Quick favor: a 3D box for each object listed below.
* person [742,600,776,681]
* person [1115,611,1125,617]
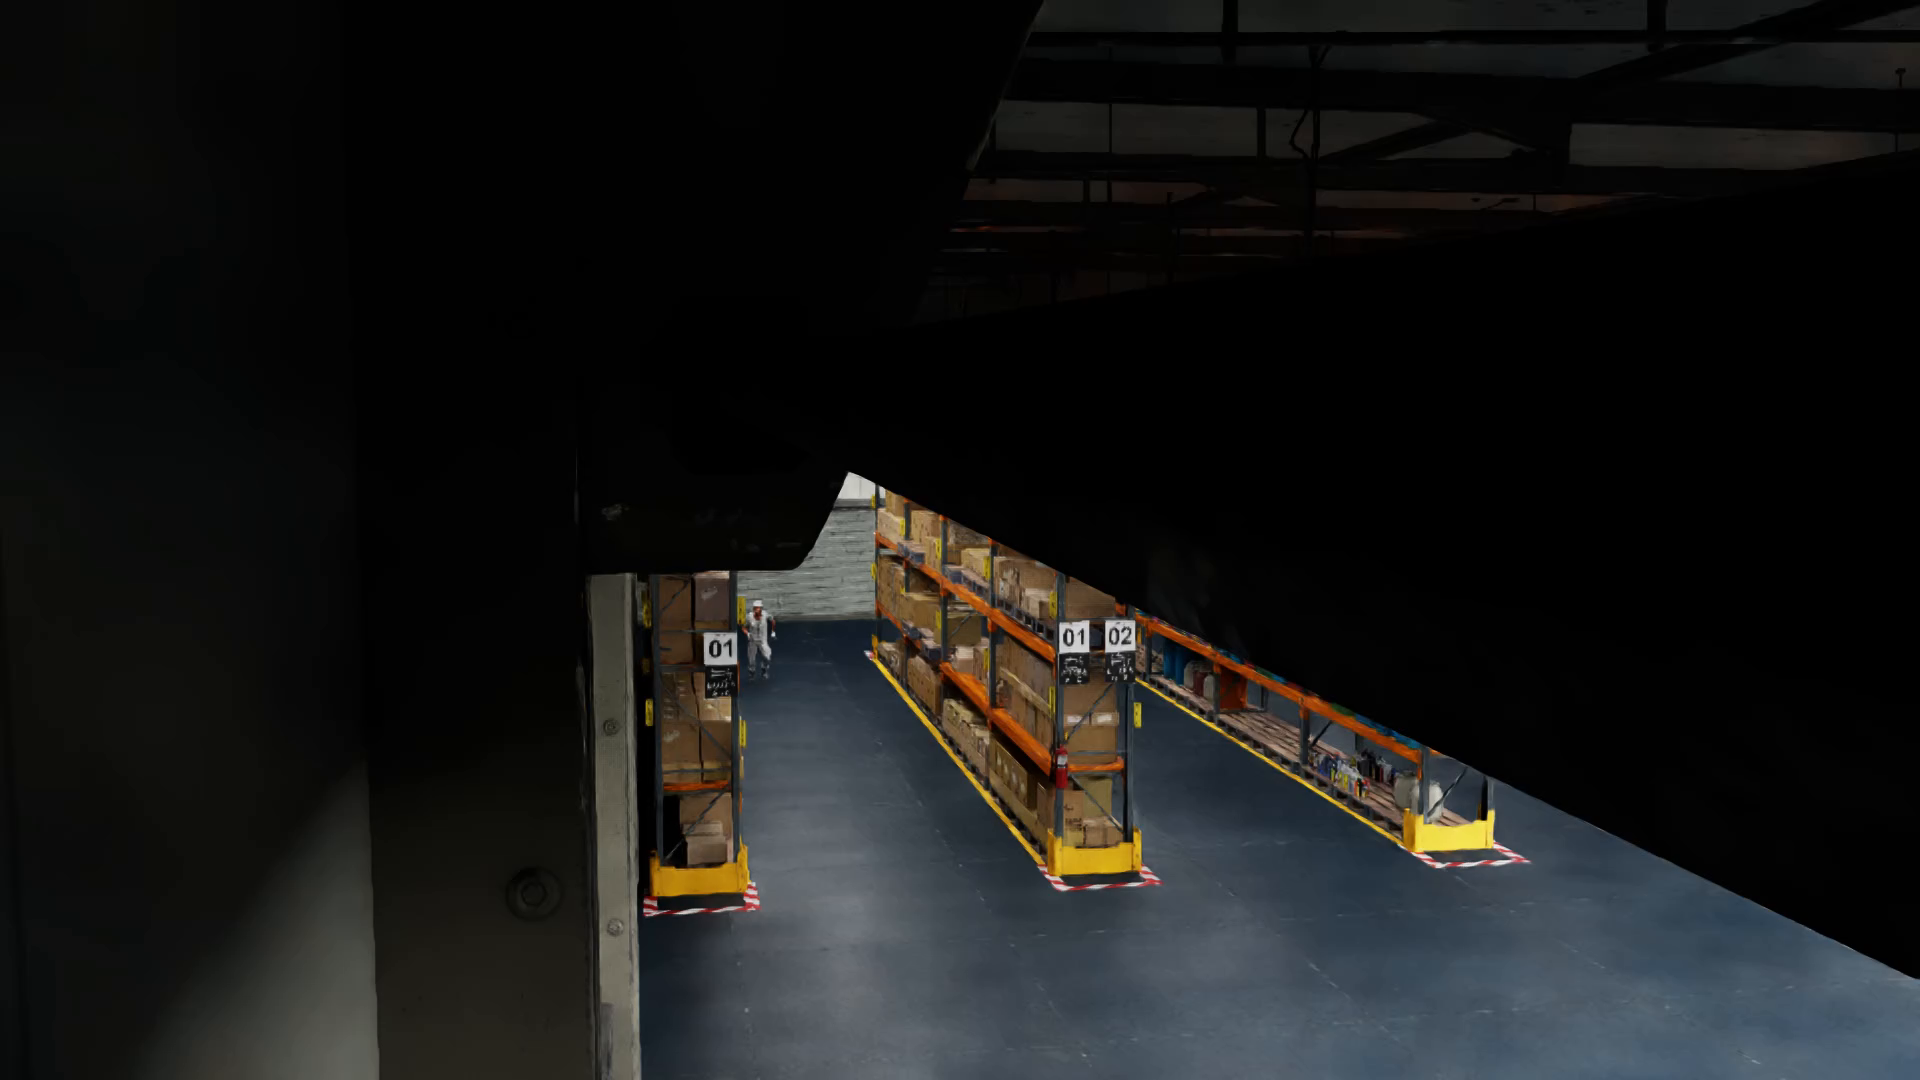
[{"bbox_3d":[-4.059,2.042,33.611,0.688,1.712,0.782,-1,6,-6],"label":"person"},{"bbox_3d":[3.394,1.754,36.392,0.534,1.604,0.948,1,6,11],"label":"person"}]
